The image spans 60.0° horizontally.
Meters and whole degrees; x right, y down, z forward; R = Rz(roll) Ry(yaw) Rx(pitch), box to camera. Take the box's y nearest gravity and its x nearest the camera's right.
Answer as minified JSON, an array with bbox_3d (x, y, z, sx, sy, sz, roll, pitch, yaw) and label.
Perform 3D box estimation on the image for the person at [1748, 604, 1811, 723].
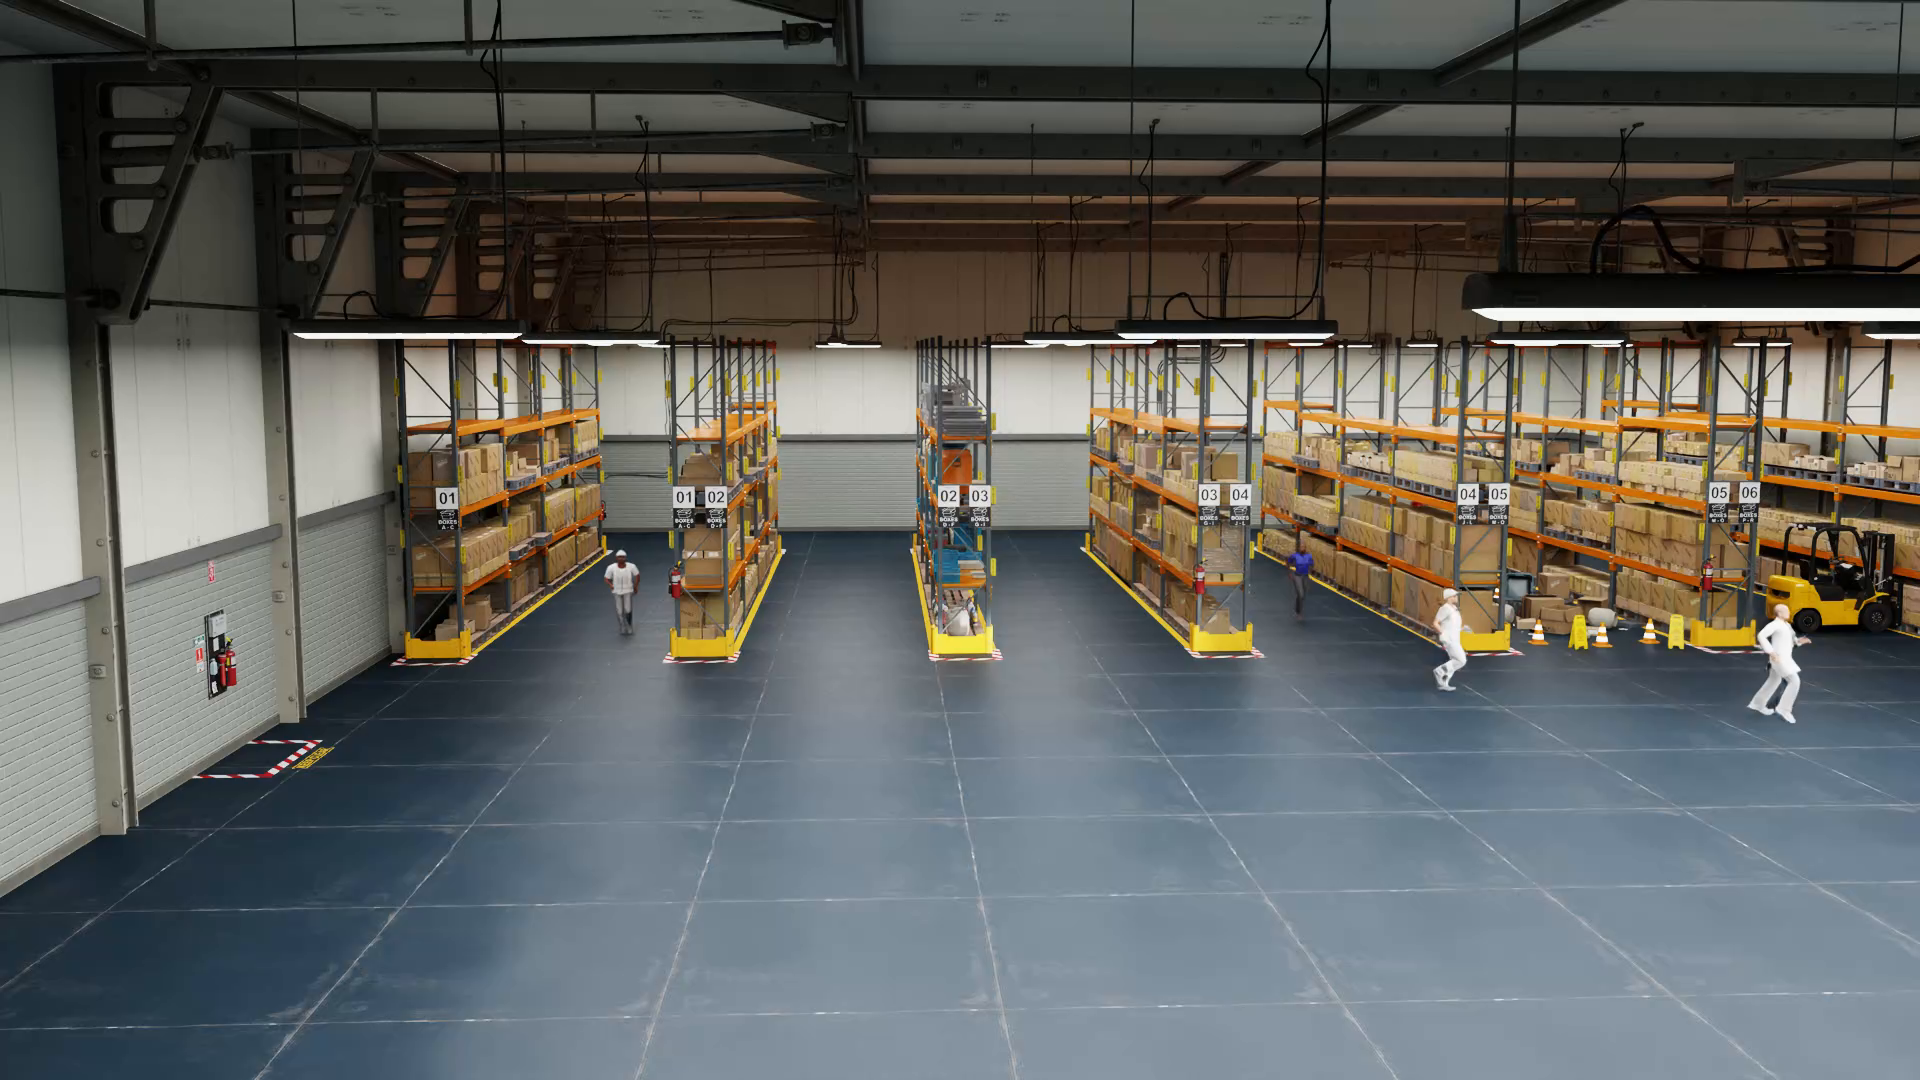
[{"bbox_3d":[12.747,1.915,25.862,0.828,1.846,0.669,4,8,30],"label":"person"}]

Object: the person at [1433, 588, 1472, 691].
[{"bbox_3d":[8.294,1.681,27.979,0.583,1.738,0.651,4,7,30],"label":"person"}]

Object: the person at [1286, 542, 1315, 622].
[{"bbox_3d":[7.301,0.888,35.536,0.562,1.717,0.743,-1,7,-13],"label":"person"}]

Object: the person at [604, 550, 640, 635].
[{"bbox_3d":[-6.785,1.068,33.370,0.694,1.737,0.621,-1,7,-8],"label":"person"}]

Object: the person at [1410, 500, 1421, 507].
[{"bbox_3d":[13.582,-0.729,49.485,0.717,1.670,0.732,1,7,11],"label":"person"}]
